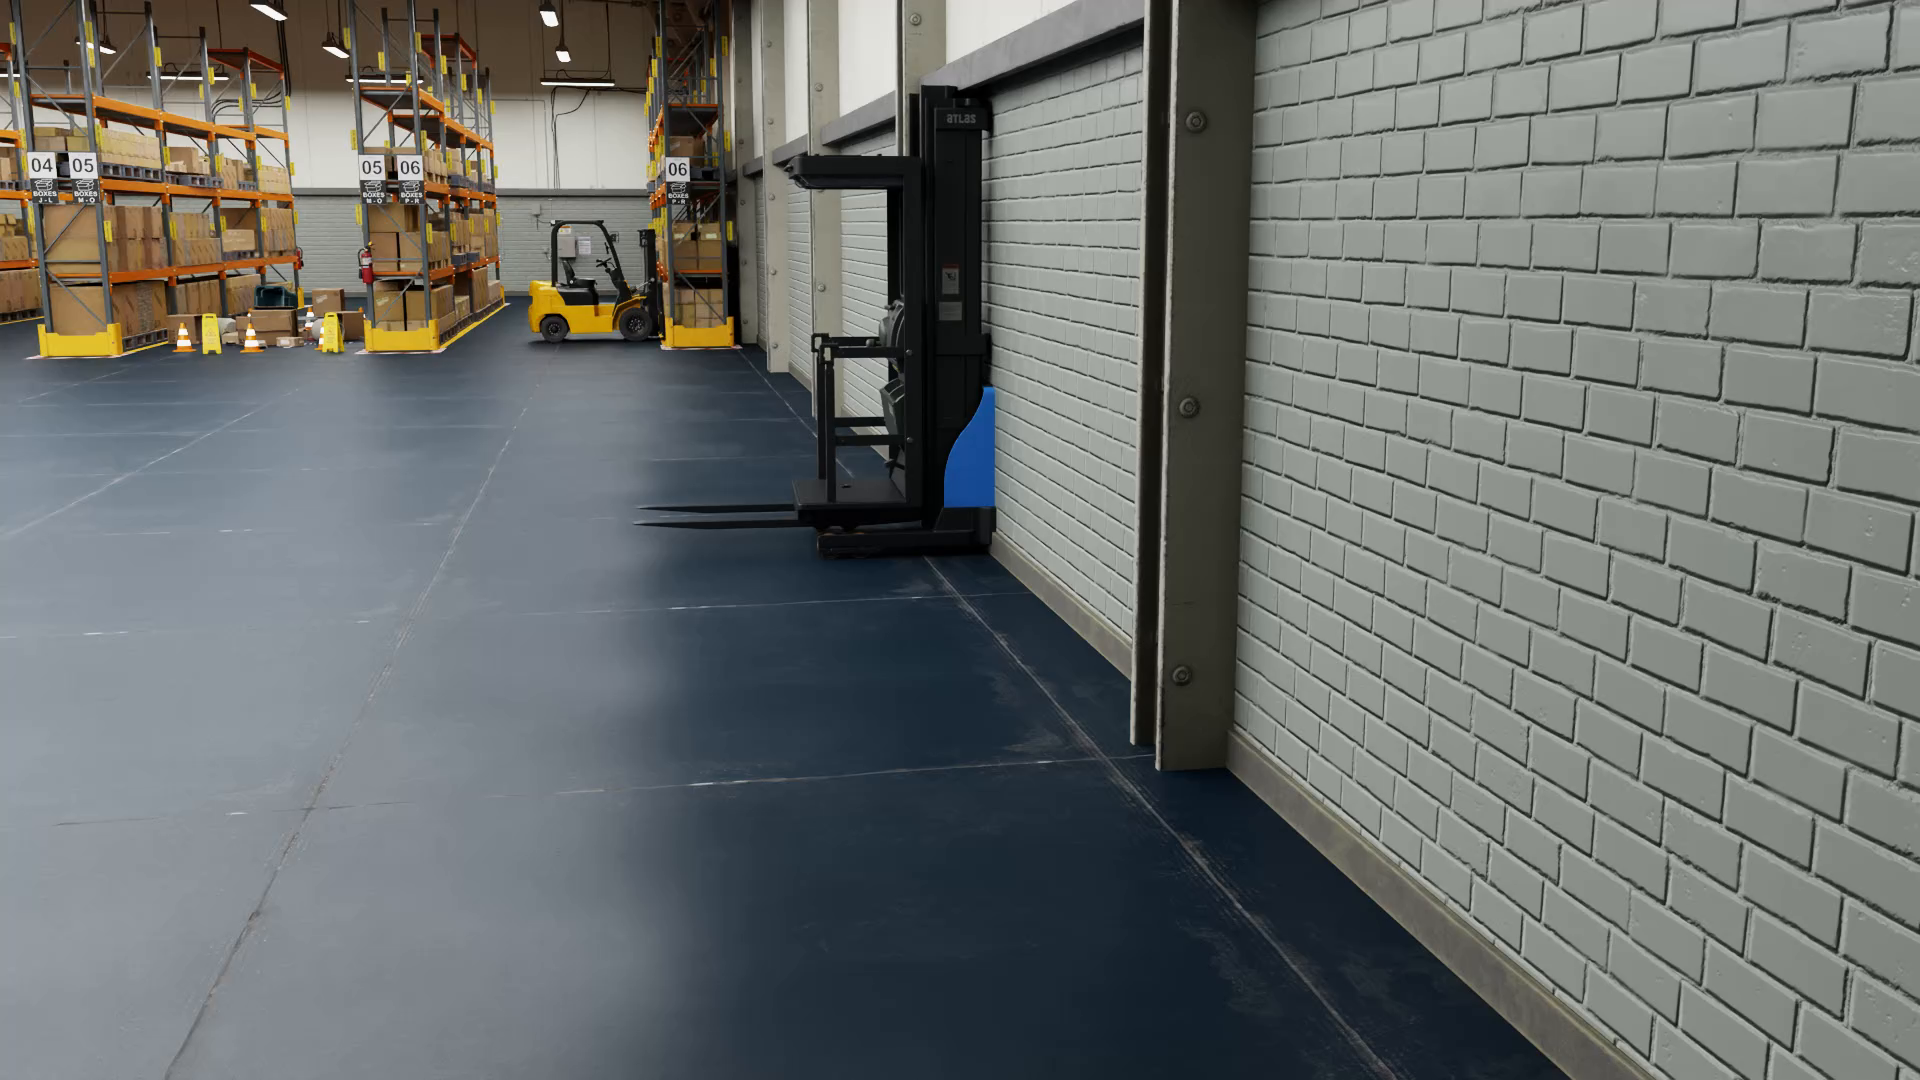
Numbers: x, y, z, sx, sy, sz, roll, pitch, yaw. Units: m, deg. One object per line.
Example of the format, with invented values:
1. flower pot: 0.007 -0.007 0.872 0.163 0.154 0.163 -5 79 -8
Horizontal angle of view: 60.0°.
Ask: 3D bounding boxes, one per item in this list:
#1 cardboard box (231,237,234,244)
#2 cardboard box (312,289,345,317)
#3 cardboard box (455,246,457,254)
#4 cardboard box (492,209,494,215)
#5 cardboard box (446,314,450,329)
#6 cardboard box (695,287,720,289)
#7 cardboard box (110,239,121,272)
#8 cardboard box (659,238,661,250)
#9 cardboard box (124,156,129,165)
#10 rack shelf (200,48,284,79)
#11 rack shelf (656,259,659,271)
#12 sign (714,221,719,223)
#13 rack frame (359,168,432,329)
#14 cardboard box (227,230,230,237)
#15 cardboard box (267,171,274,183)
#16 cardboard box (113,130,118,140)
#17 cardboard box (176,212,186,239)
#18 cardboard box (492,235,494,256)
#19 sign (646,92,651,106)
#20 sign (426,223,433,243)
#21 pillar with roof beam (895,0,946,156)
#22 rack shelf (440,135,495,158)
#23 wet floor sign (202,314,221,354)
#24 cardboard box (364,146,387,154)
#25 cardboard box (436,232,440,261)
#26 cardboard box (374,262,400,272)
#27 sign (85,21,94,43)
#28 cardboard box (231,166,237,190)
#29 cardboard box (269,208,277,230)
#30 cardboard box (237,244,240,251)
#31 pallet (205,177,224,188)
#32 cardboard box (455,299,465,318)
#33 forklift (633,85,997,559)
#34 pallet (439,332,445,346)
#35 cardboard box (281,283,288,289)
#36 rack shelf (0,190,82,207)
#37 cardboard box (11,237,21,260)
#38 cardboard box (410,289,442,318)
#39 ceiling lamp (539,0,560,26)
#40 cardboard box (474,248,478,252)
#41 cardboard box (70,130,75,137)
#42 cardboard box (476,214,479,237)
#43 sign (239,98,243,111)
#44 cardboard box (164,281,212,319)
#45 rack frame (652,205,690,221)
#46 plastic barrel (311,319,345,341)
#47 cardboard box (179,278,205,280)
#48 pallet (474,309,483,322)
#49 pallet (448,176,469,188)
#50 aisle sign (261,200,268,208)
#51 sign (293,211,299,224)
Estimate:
1. cardboard box: -15.892 -6.460 35.867 0.380 0.149 0.250 -2 11 -11
2. cardboard box: -11.914 -4.483 31.388 0.500 0.500 0.500 -2 11 -11
3. cardboard box: -10.012 -5.651 32.414 0.380 0.149 0.250 -2 11 -10
4. cardboard box: -12.036 -8.321 42.214 0.380 0.149 0.250 -2 11 -12
5. cardboard box: -9.588 -3.975 30.291 0.500 0.250 0.500 -2 11 -10
6. cardboard box: -4.537 -4.390 29.796 0.500 0.250 0.500 -2 11 -11
7. cardboard box: -14.477 -4.717 27.557 0.875 0.550 0.550 -2 11 -11
8. cardboard box: -6.057 -6.217 34.903 0.500 0.250 0.500 -2 11 -12
9. cardboard box: -14.230 -6.389 27.999 0.380 0.149 0.250 -2 11 -11
10. rack shelf: -16.955 -11.271 39.383 1.077 0.370 4.000 -2 11 -11
11. rack shelf: -6.473 -6.337 38.395 1.077 0.370 4.000 -2 11 -11
12. sign: -4.762 -6.075 32.565 0.100 0.325 0.005 -2 11 -11
13. rack frame: -9.396 -4.676 27.740 1.000 3.000 0.127 -2 11 -11
14. cardboard box: -15.837 -6.554 35.567 0.380 0.149 0.250 -3 11 -13
15. cardboard box: -16.601 -8.605 39.425 0.500 0.250 0.500 -2 11 -10
16. cardboard box: -14.131 -6.686 27.431 0.380 0.149 0.250 -2 11 -10
17. cardboard box: -15.312 -6.029 31.908 0.700 0.500 0.500 -2 11 -11
18. cardboard box: -11.849 -7.300 41.258 0.500 0.500 0.500 -2 11 -9
19. sign: -7.398 -10.486 39.513 0.100 0.325 0.005 -2 11 -11
20. sign: -8.864 -5.121 27.762 0.100 0.325 0.005 -2 11 -11
21. pillar with roof beam: -4.501 -4.507 10.806 9.100 9.000 0.400 -2 11 -11
22. rack shelf: -12.119 -9.641 40.774 1.077 0.370 4.000 -2 11 -11
23. wet floor sign: -12.284 -3.387 27.267 0.267 0.644 0.232 -4 12 -21
24. cardboard box: -9.752 -6.469 27.678 0.380 0.149 0.250 -2 11 -10
25. cardboard box: -9.421 -5.156 29.201 0.500 0.500 0.500 -2 11 -12
26. cardboard box: -9.679 -4.613 28.083 0.380 0.149 0.250 -2 11 -9
27. sign: -13.686 -7.980 26.133 0.100 0.325 0.005 -2 11 -11
28. cardboard box: -15.845 -7.764 35.678 0.500 0.500 0.500 -2 11 -11
29. cardboard box: -16.598 -7.644 39.598 0.500 0.500 0.500 -2 11 -10
30. cardboard box: -15.986 -6.408 36.387 0.380 0.149 0.250 -2 11 -13
31. pallet: -15.611 -7.209 33.532 1.213 0.211 1.003 -2 11 -8
32. cardboard box: -10.559 -4.680 33.667 0.950 0.372 0.625 -2 11 -9
33. forklift: -0.619 -1.424 10.838 3.031 2.935 1.130 -1 11 -8
34. pallet: -9.534 -3.470 28.863 1.003 0.211 1.213 -2 11 -11
35. cardboard box: -16.730 -6.234 40.836 0.380 0.149 0.250 -2 11 -9
36. rack shelf: -21.840 -8.003 39.123 1.077 0.370 4.000 -2 11 -11
37. cardboard box: -21.003 -6.398 36.523 0.500 0.500 0.500 -2 11 -9
38. cardboard box: -9.393 -4.158 29.243 0.500 0.500 0.500 -3 11 -13
39. ceiling lamp: -7.435 -11.300 30.886 0.800 3.185 2.000 -2 11 -11
40. cardboard box: -11.014 -6.358 36.980 0.500 0.250 0.500 -2 11 -9
41. cardboard box: -14.779 -6.664 27.313 0.380 0.149 0.250 -2 11 -10
42. cardboard box: -11.094 -7.061 37.332 0.500 0.500 0.500 -2 11 -10
43. sign: -17.876 -10.837 41.355 0.100 0.325 0.005 -2 11 -11
44. cardboard box: -15.584 -4.770 33.131 1.050 0.750 0.750 -2 11 -10
45. rack frame: -7.640 -7.791 44.109 1.000 3.000 0.127 -2 11 -11
46. plastic barrel: -11.283 -3.734 29.682 0.512 0.421 0.421 6 12 28
47. cardboard box: -16.178 -5.407 35.139 0.500 0.250 0.500 -2 11 -12
48. pallet: -11.032 -4.920 36.483 1.003 0.211 1.213 -2 11 -11
49. pallet: -10.395 -7.098 32.945 1.213 0.211 1.003 -2 11 -11
50. aisle sign: -17.652 -8.691 41.884 0.394 0.787 0.004 -2 11 -11
51. sign: -16.796 -8.152 42.063 0.100 0.325 0.005 -2 11 -11
